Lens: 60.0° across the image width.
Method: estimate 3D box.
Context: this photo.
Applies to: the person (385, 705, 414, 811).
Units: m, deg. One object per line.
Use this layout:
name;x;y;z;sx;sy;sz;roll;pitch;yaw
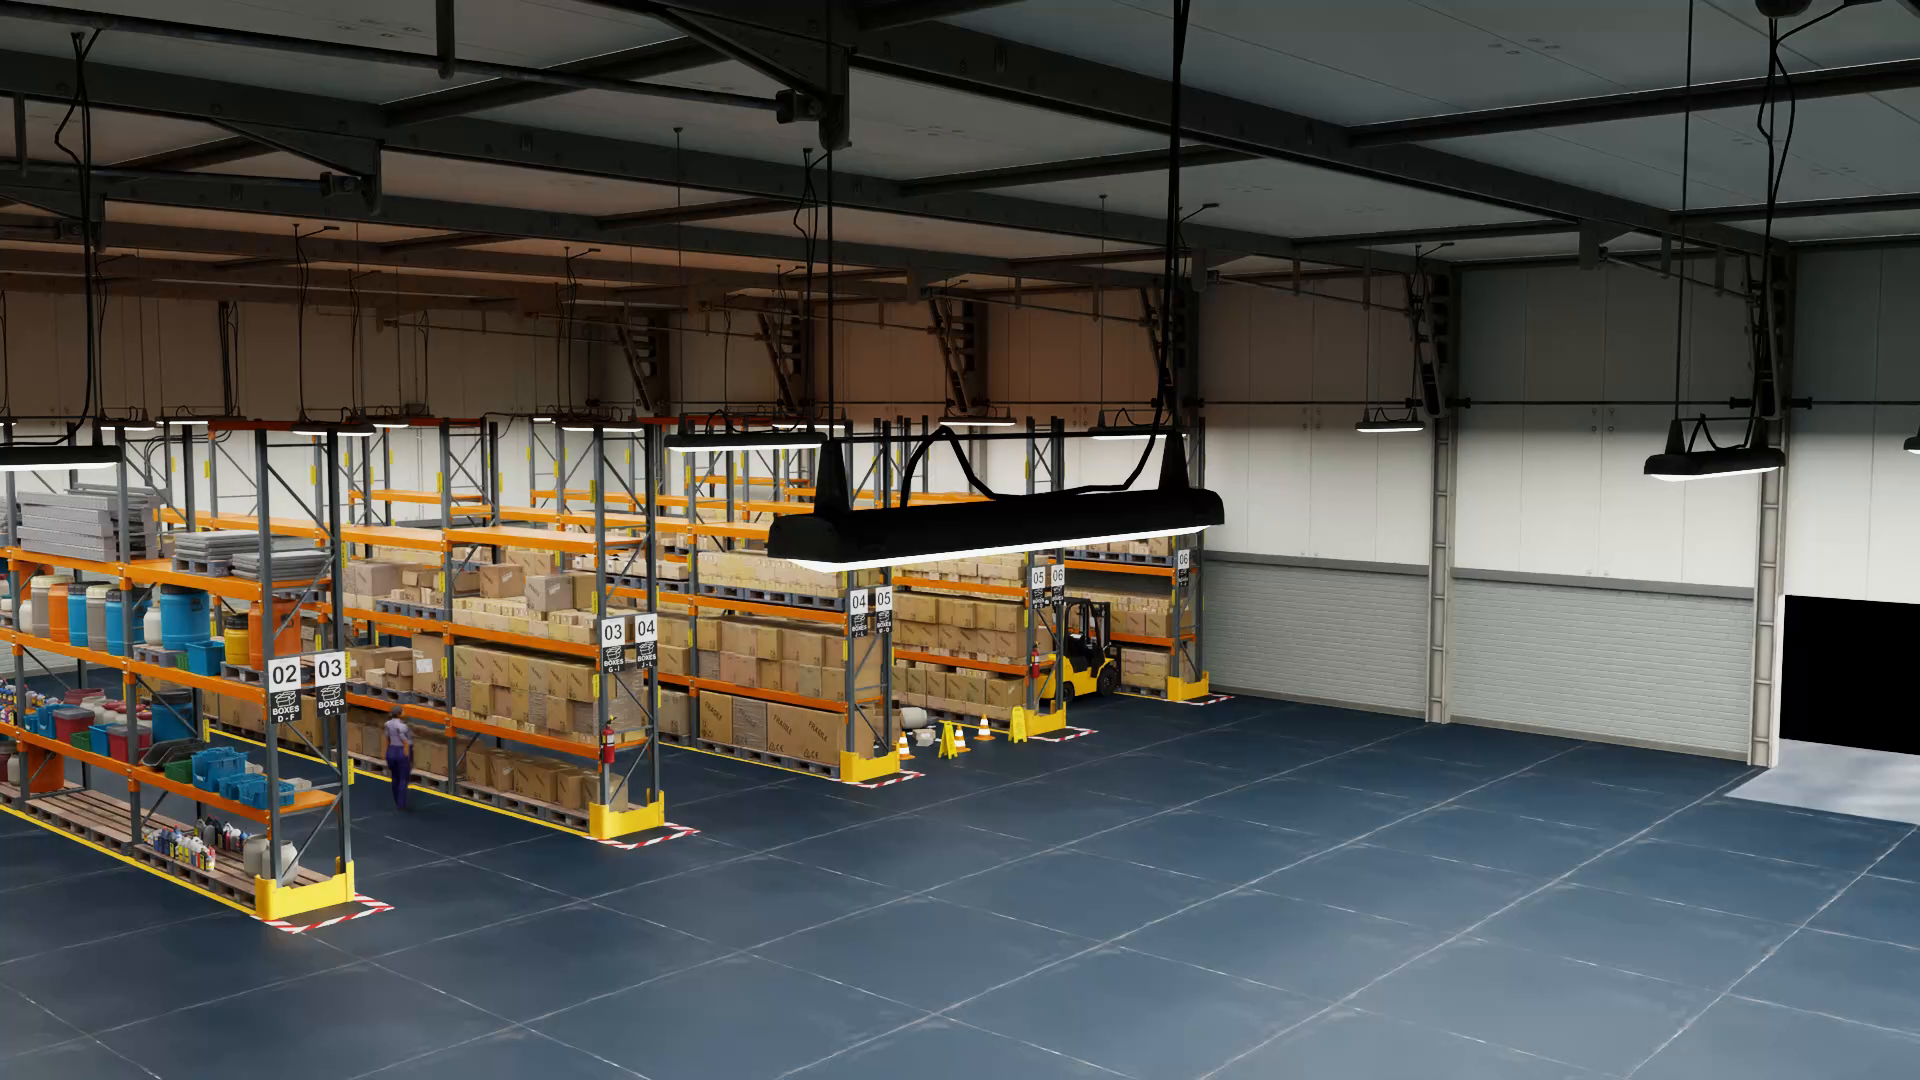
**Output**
person;-8.694;3.361;25.984;0.488;1.644;0.619;2;5;18
